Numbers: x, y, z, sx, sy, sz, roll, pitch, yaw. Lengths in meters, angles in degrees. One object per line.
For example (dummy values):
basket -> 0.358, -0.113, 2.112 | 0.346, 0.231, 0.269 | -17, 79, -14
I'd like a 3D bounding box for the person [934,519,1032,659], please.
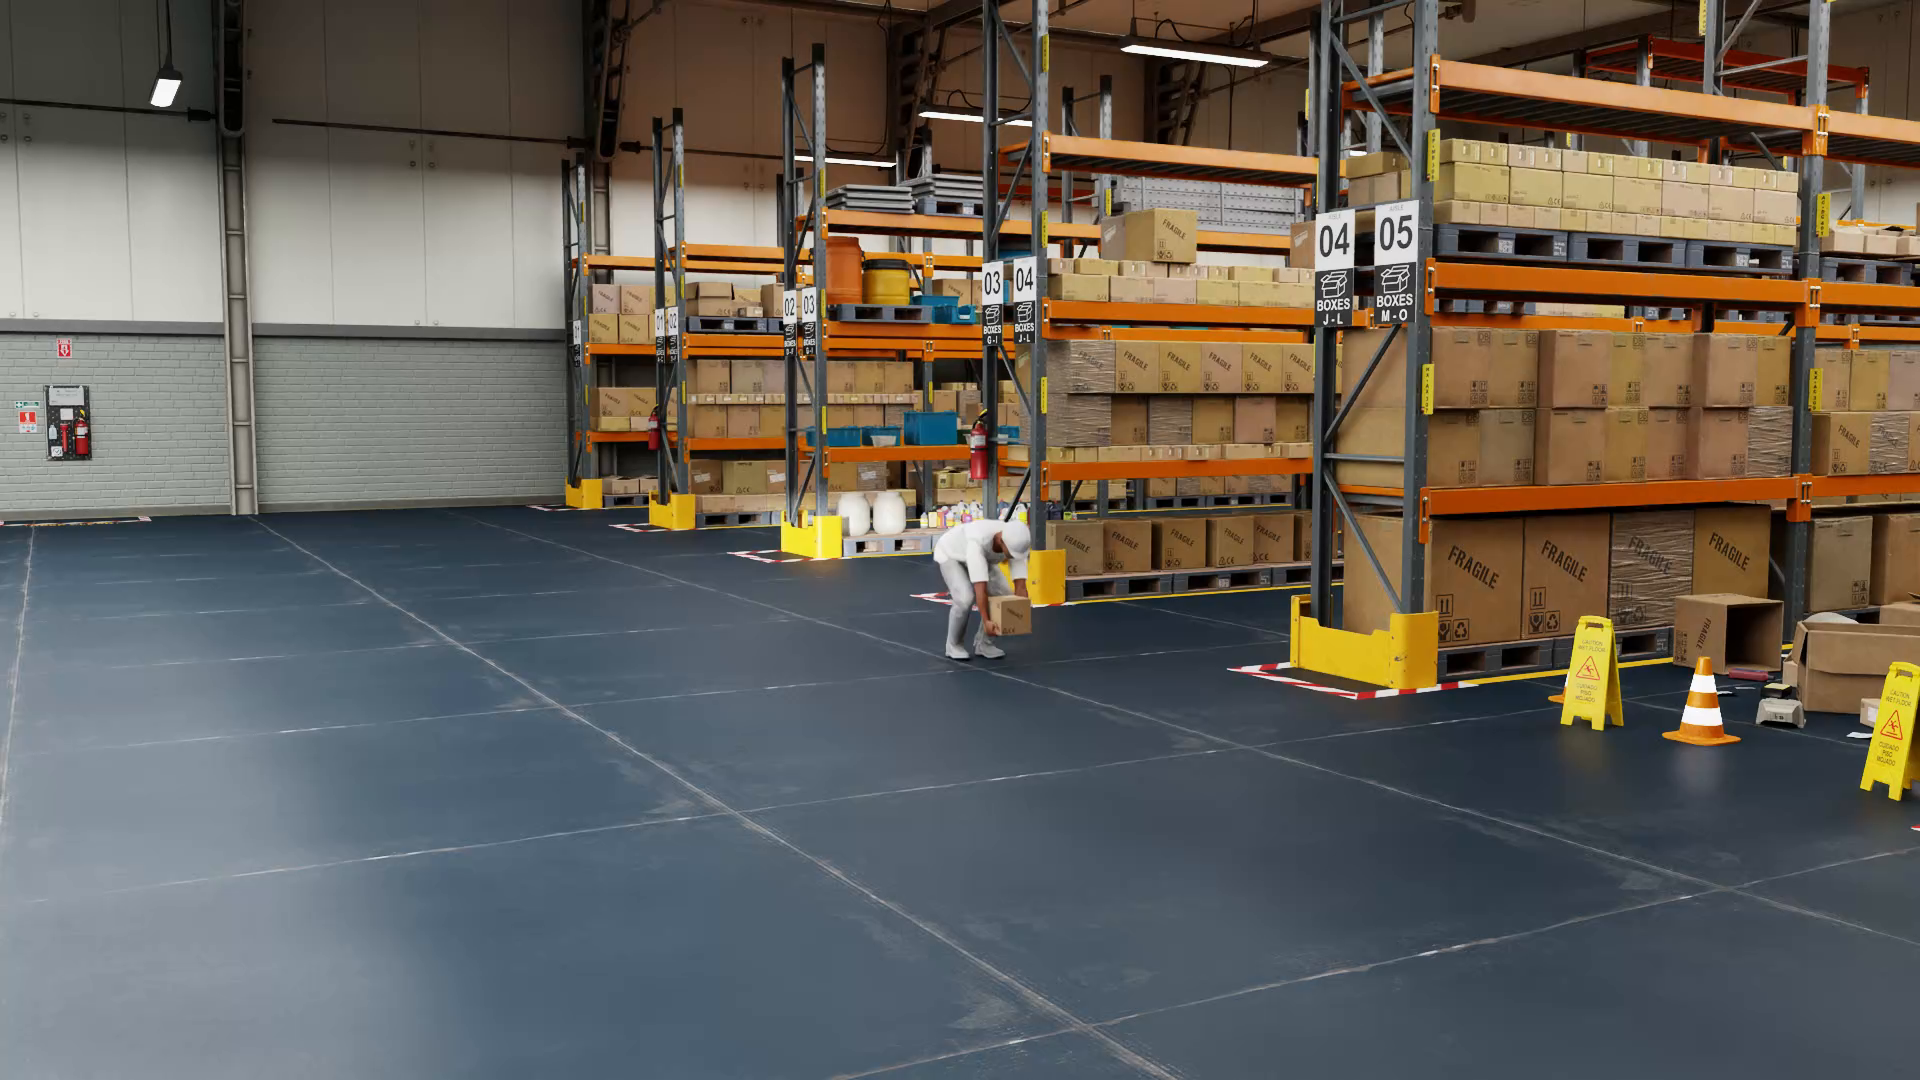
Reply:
person -> 0.201, 0.356, 12.140 | 0.518, 1.054, 0.966 | -3, 6, -31
